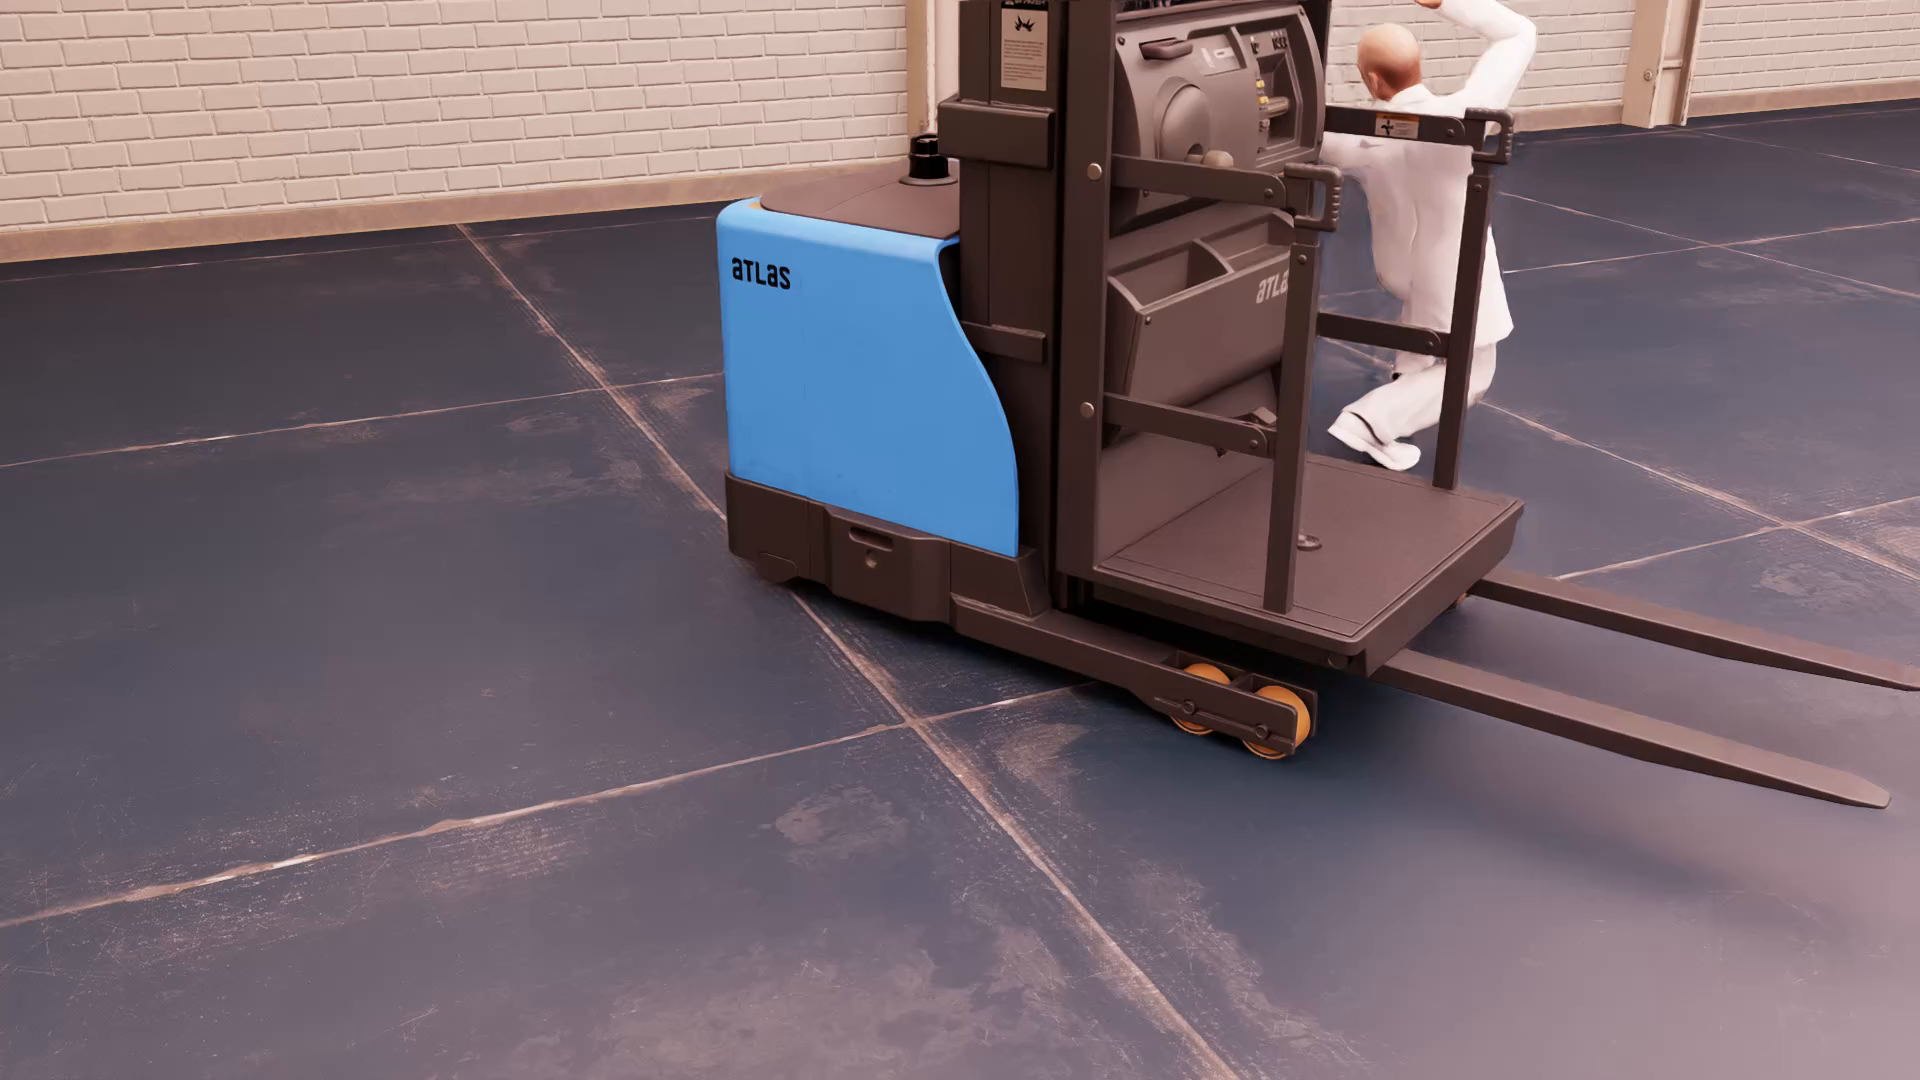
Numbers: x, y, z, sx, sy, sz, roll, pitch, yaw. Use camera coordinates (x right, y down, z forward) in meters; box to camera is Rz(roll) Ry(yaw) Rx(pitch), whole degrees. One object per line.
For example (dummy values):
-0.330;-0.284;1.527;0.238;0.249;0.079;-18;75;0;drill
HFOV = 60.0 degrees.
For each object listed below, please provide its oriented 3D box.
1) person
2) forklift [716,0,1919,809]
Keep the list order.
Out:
1.375;-1.119;5.767;1.169;1.645;0.892;19;29;38;person
0.806;-1.074;3.871;3.031;2.935;1.130;16;27;34;forklift
